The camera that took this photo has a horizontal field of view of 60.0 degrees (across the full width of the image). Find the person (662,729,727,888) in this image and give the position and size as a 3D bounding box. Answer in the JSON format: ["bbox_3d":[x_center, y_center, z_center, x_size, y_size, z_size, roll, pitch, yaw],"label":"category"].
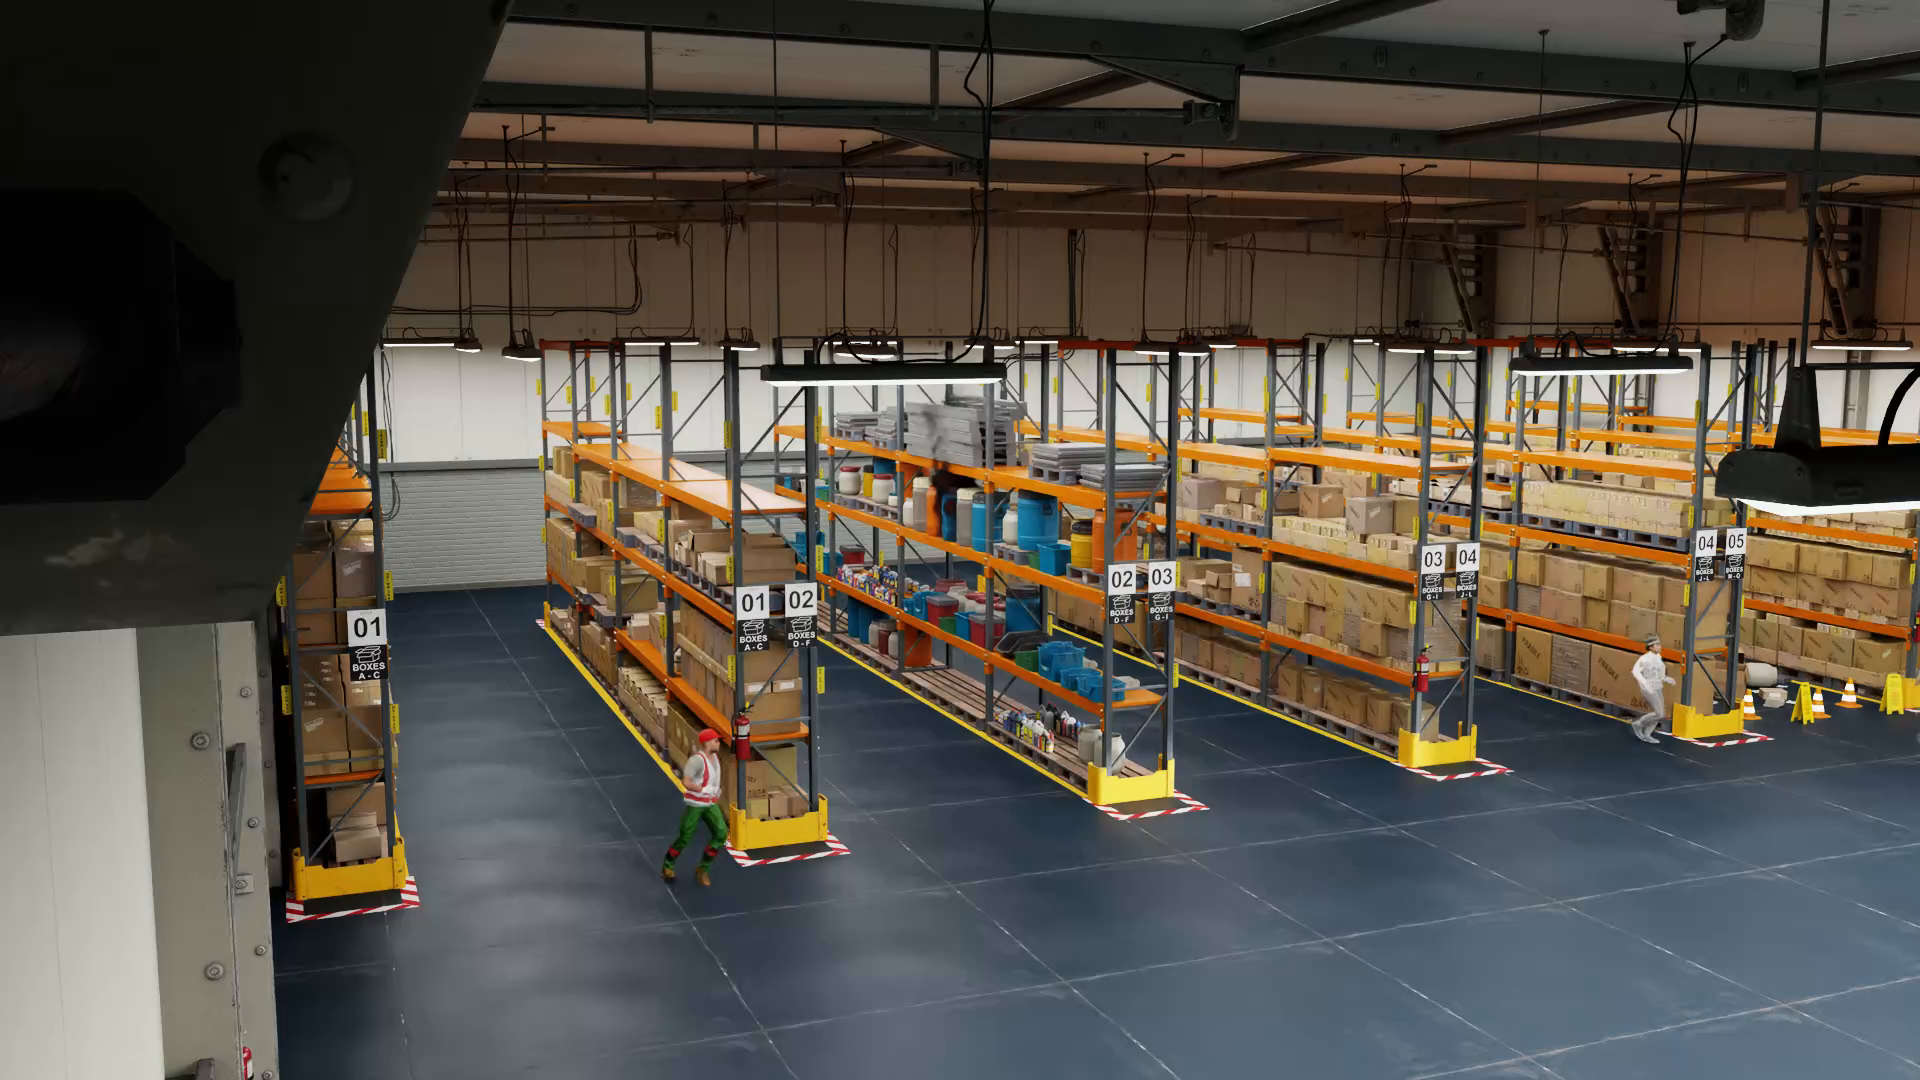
[{"bbox_3d":[-2.970,3.029,19.019,0.754,1.754,0.782,5,9,33],"label":"person"}]

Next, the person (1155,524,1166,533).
[{"bbox_3d":[5.044,0.125,41.523,0.809,1.717,0.563,-7,10,-43],"label":"person"}]

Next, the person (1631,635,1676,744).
[{"bbox_3d":[10.439,2.257,25.081,0.532,1.652,0.544,-7,10,-42],"label":"person"}]
